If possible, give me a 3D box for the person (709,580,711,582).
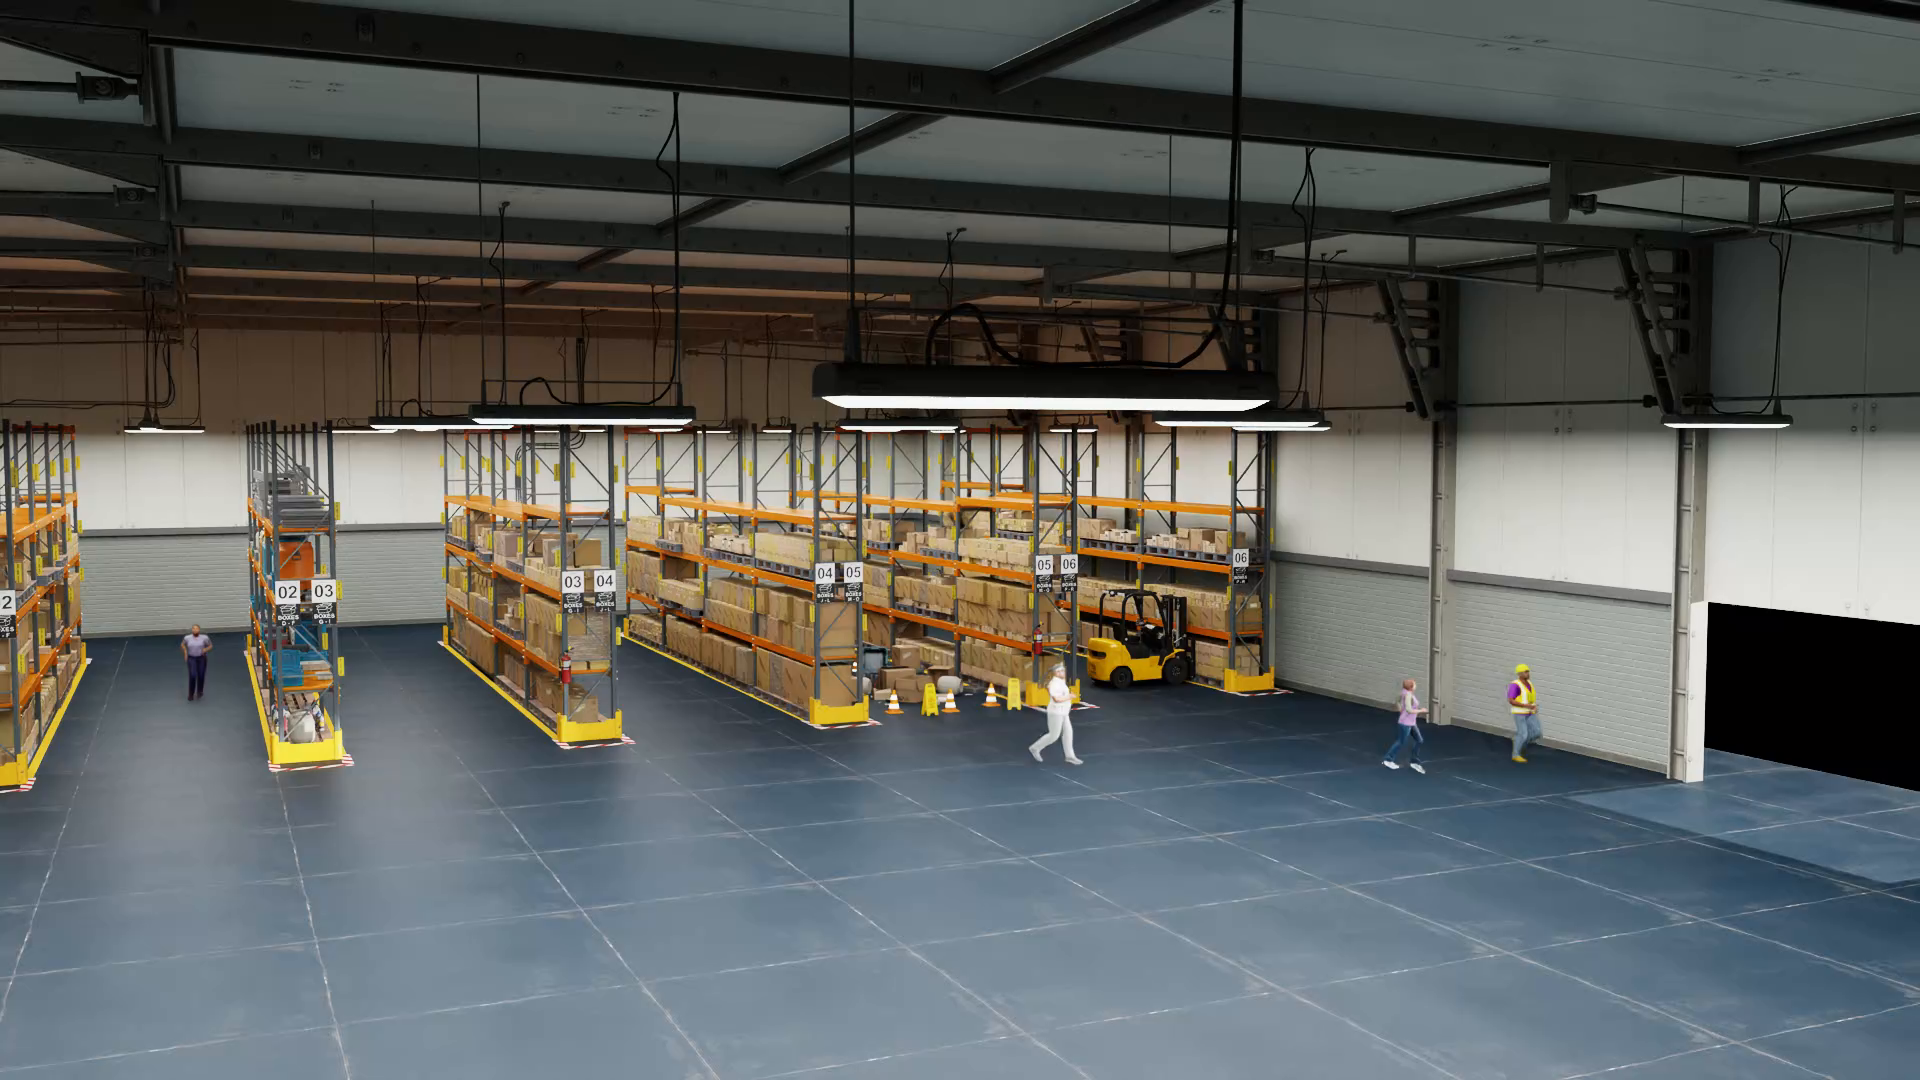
[{"bbox_3d":[-7.050,1.953,47.305,0.563,1.624,0.533,-2,4,-34],"label":"person"}]

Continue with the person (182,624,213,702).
[{"bbox_3d":[-16.545,2.658,36.098,0.597,1.687,0.713,-2,4,-28],"label":"person"}]

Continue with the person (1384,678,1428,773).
[{"bbox_3d":[7.577,3.152,28.236,0.729,1.637,0.525,1,4,22],"label":"person"}]

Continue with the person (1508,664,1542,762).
[{"bbox_3d":[9.908,3.035,29.113,0.691,1.724,0.586,-2,4,-32],"label":"person"}]

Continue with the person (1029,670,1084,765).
[{"bbox_3d":[1.678,3.031,28.905,0.950,1.722,0.682,1,4,16],"label":"person"}]
